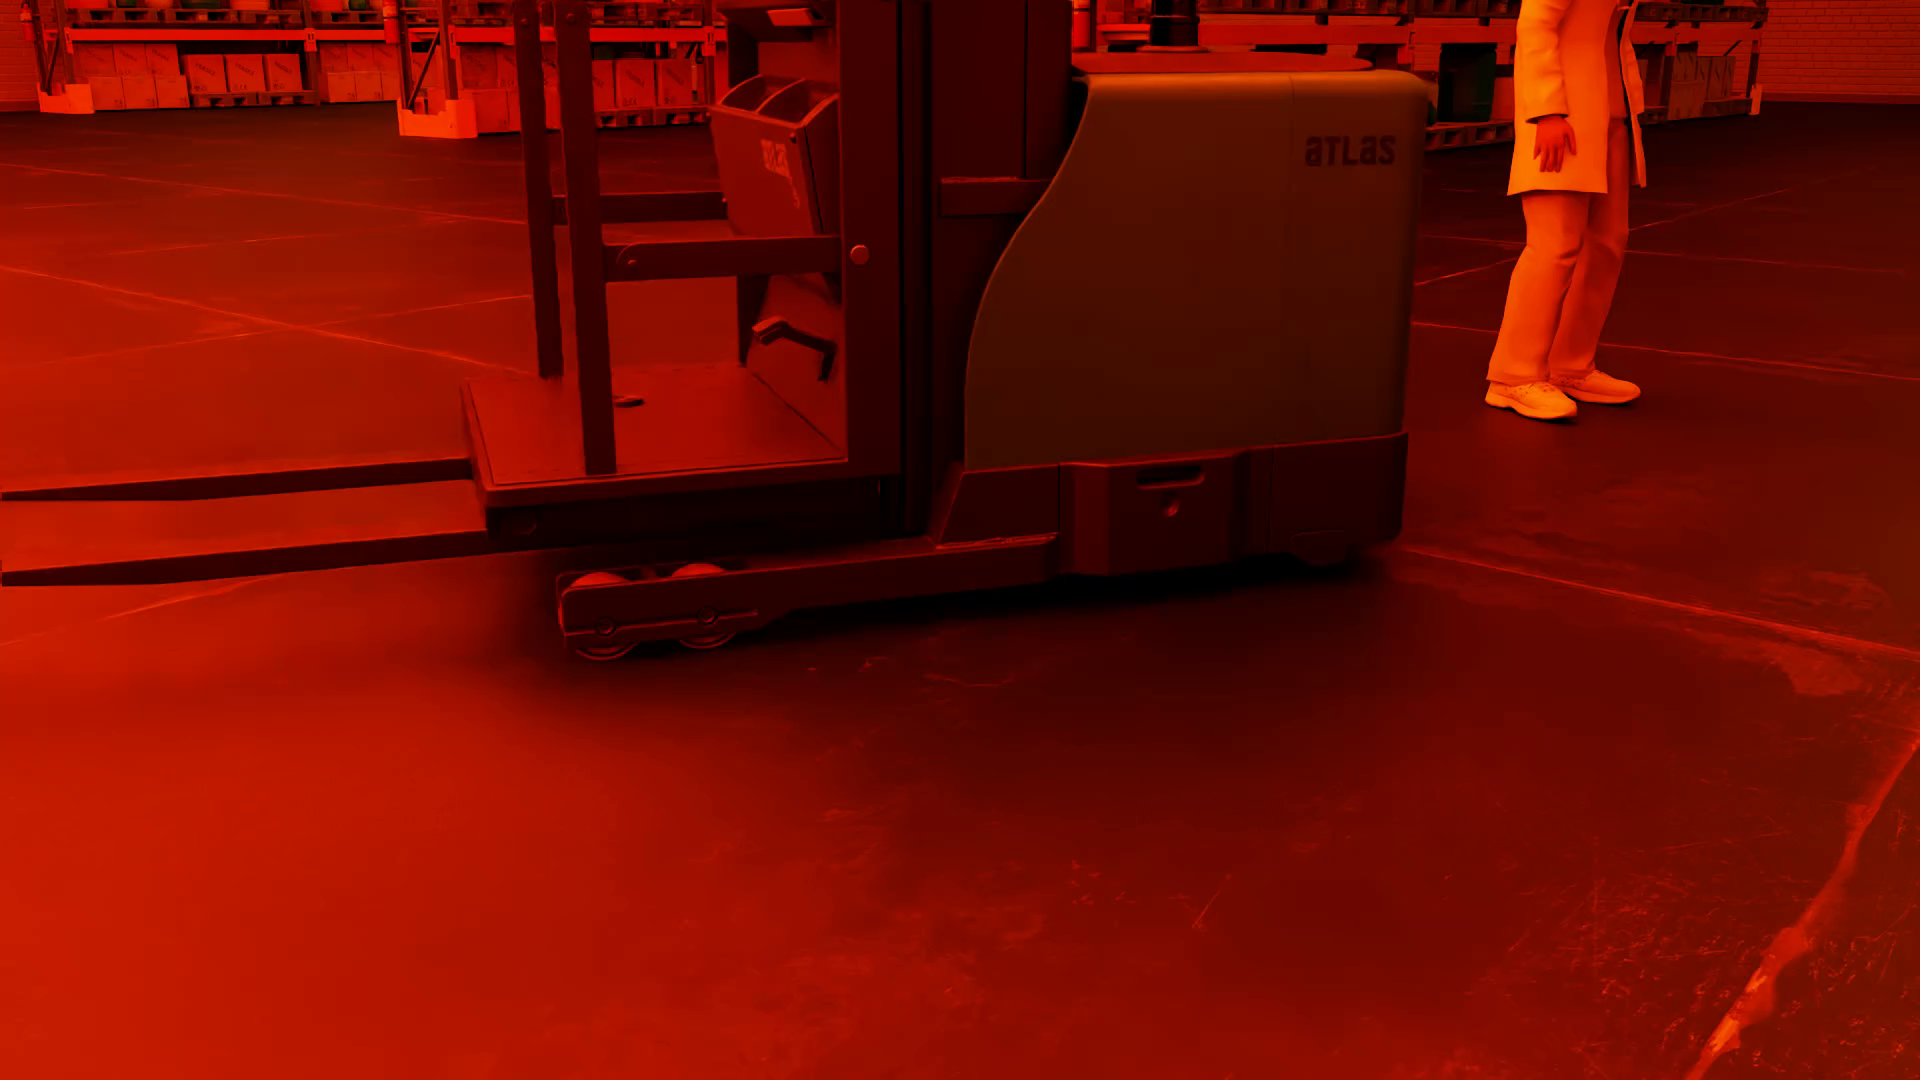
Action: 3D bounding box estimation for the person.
[{"bbox_3d":[1.941,-1.297,5.164,0.647,1.772,0.430,-15,23,-41],"label":"person"}]

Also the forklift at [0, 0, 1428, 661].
[{"bbox_3d":[-0.579,-1.343,3.322,3.031,2.935,1.130,-6,18,-18],"label":"forklift"}]
